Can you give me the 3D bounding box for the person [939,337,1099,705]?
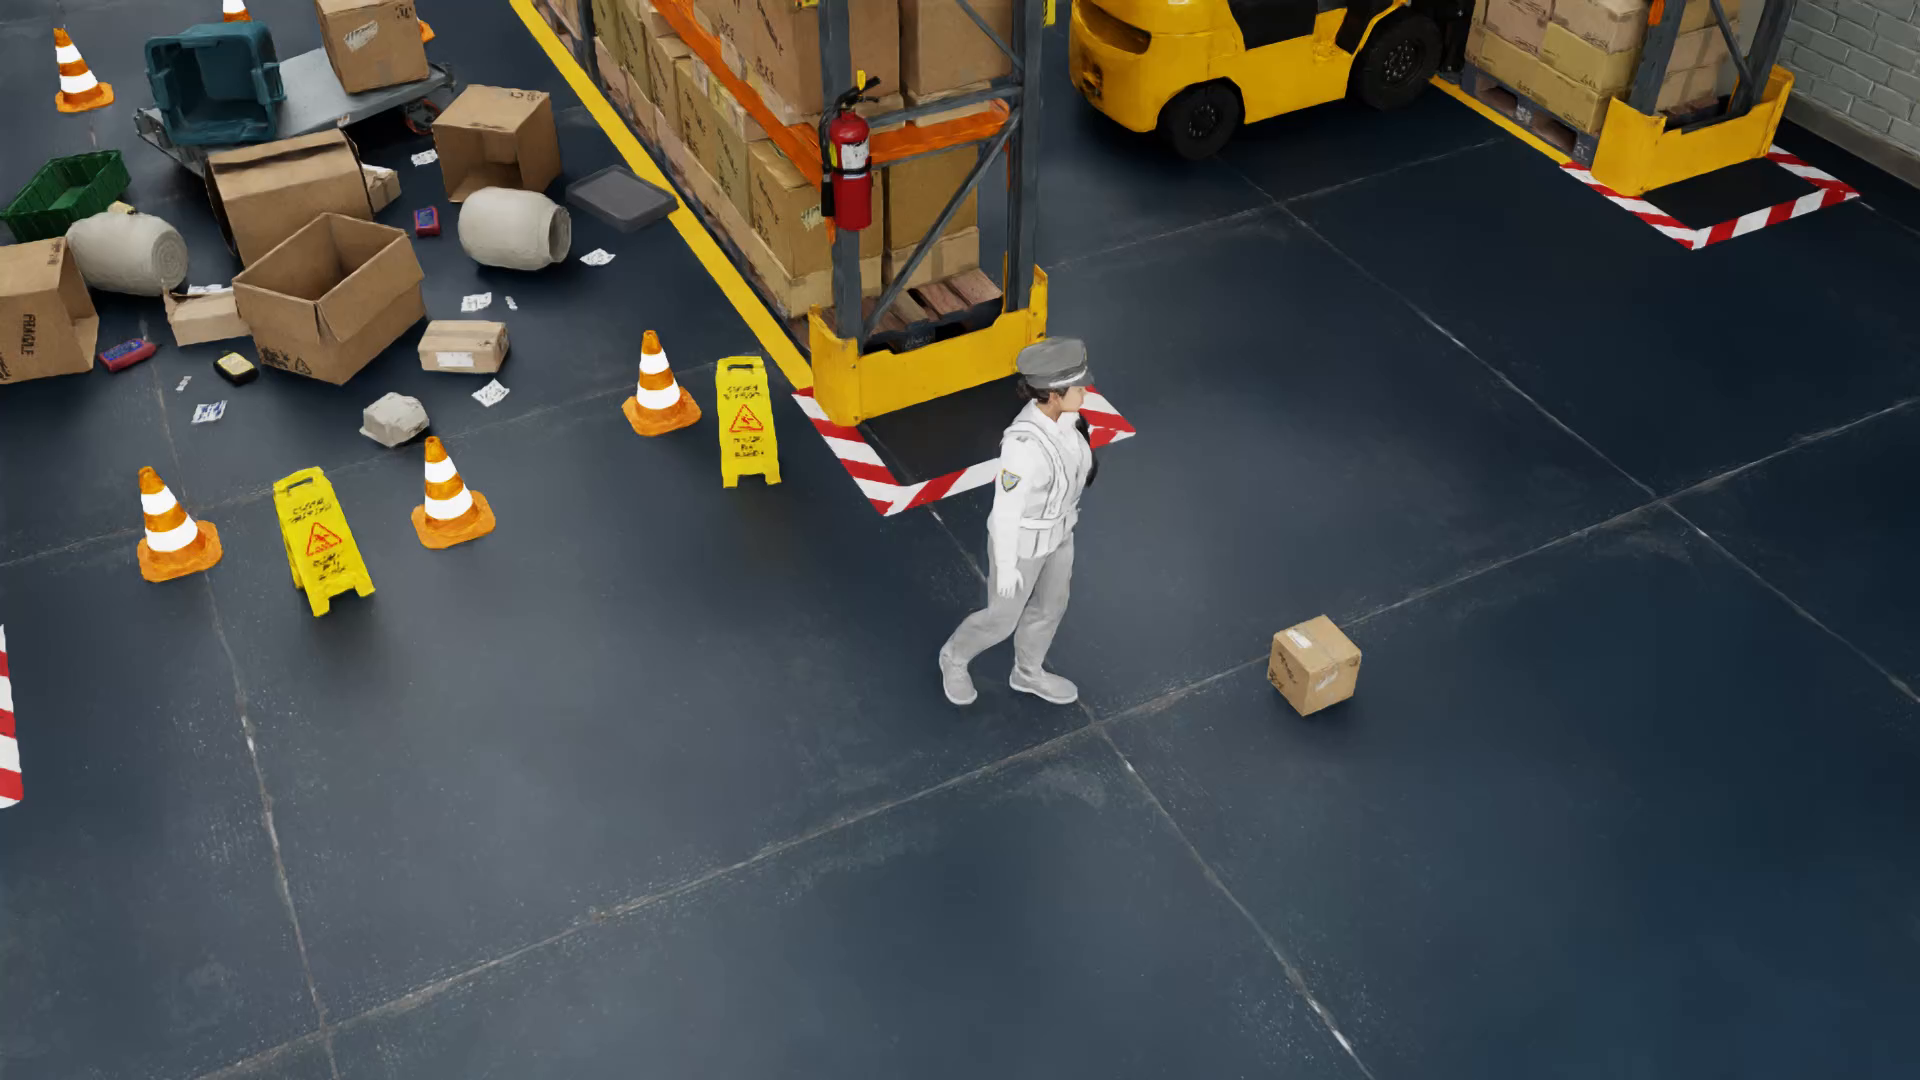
[{"bbox_3d":[0.201,-0.045,6.200,0.561,1.667,0.509,21,46,22],"label":"person"}]
